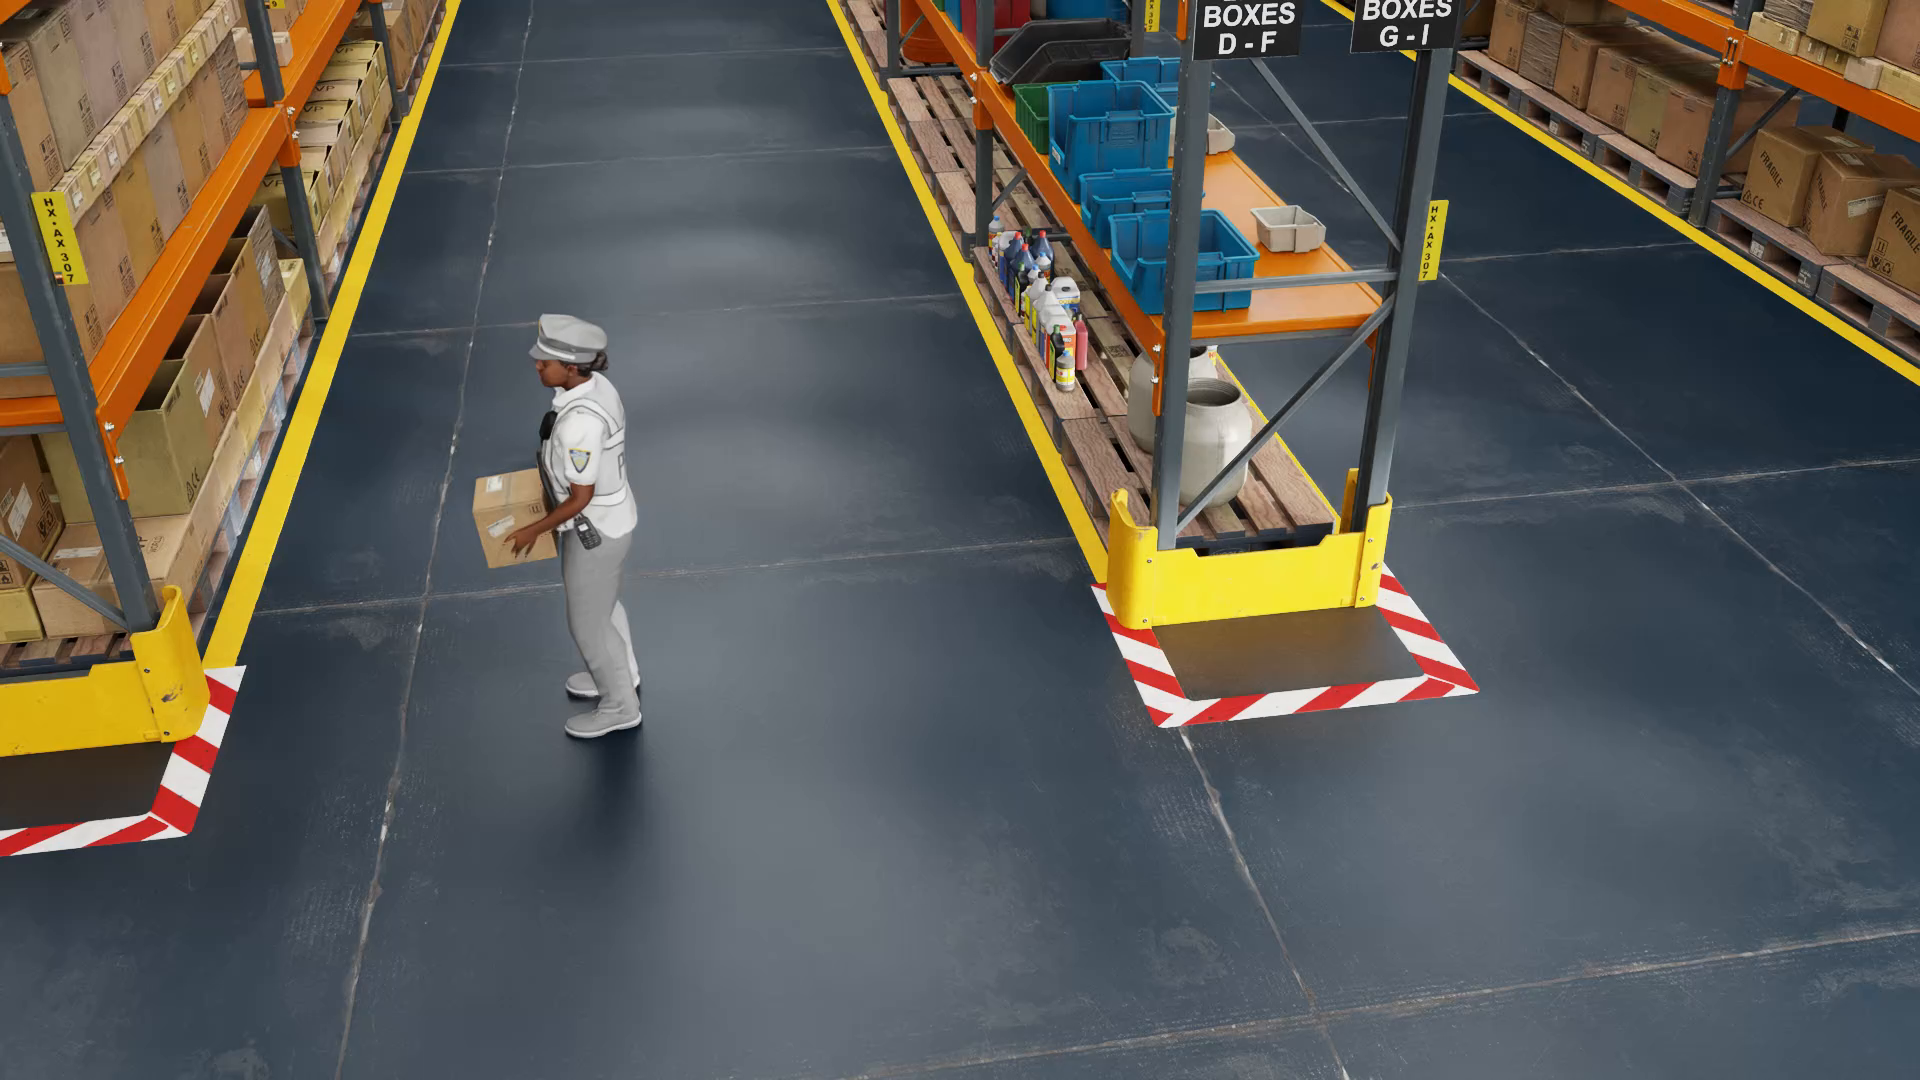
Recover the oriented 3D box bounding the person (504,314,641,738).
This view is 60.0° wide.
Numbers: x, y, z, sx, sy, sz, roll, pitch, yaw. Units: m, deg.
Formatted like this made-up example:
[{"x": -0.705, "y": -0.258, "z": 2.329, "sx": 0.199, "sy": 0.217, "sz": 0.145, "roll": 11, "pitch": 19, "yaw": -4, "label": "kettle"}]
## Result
[{"x": -1.439, "y": -0.046, "z": 6.180, "sx": 0.478, "sy": 1.690, "sz": 0.473, "roll": -6, "pitch": 31, "yaw": -9, "label": "person"}]
